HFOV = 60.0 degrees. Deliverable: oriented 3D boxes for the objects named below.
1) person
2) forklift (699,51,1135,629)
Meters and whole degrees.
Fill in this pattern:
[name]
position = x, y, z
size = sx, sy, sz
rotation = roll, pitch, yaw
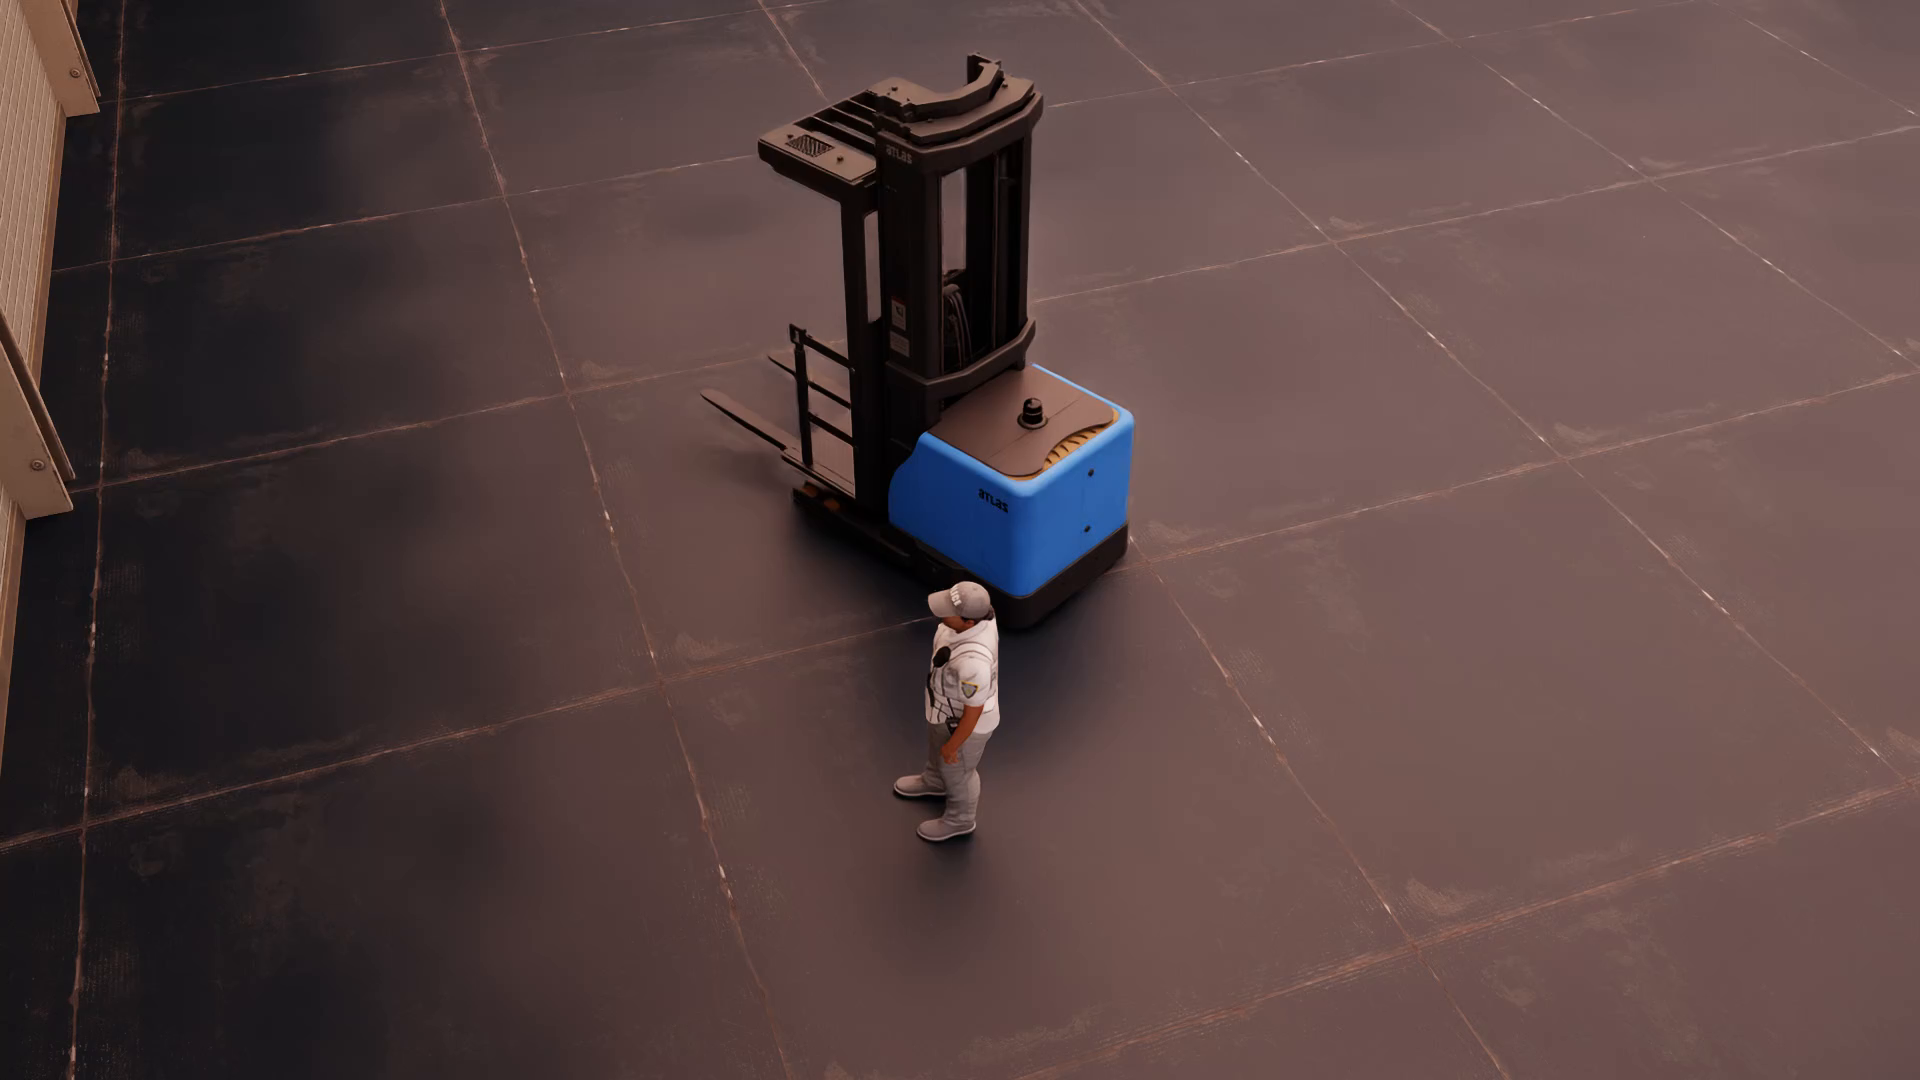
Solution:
[person]
position = -0.076, 0.813, 8.004
size = 0.532, 1.672, 0.588
rotation = 0, 40, 0
[forklift]
position = -0.408, -1.437, 9.708
size = 3.031, 2.935, 1.130
rotation = 31, 49, 31
